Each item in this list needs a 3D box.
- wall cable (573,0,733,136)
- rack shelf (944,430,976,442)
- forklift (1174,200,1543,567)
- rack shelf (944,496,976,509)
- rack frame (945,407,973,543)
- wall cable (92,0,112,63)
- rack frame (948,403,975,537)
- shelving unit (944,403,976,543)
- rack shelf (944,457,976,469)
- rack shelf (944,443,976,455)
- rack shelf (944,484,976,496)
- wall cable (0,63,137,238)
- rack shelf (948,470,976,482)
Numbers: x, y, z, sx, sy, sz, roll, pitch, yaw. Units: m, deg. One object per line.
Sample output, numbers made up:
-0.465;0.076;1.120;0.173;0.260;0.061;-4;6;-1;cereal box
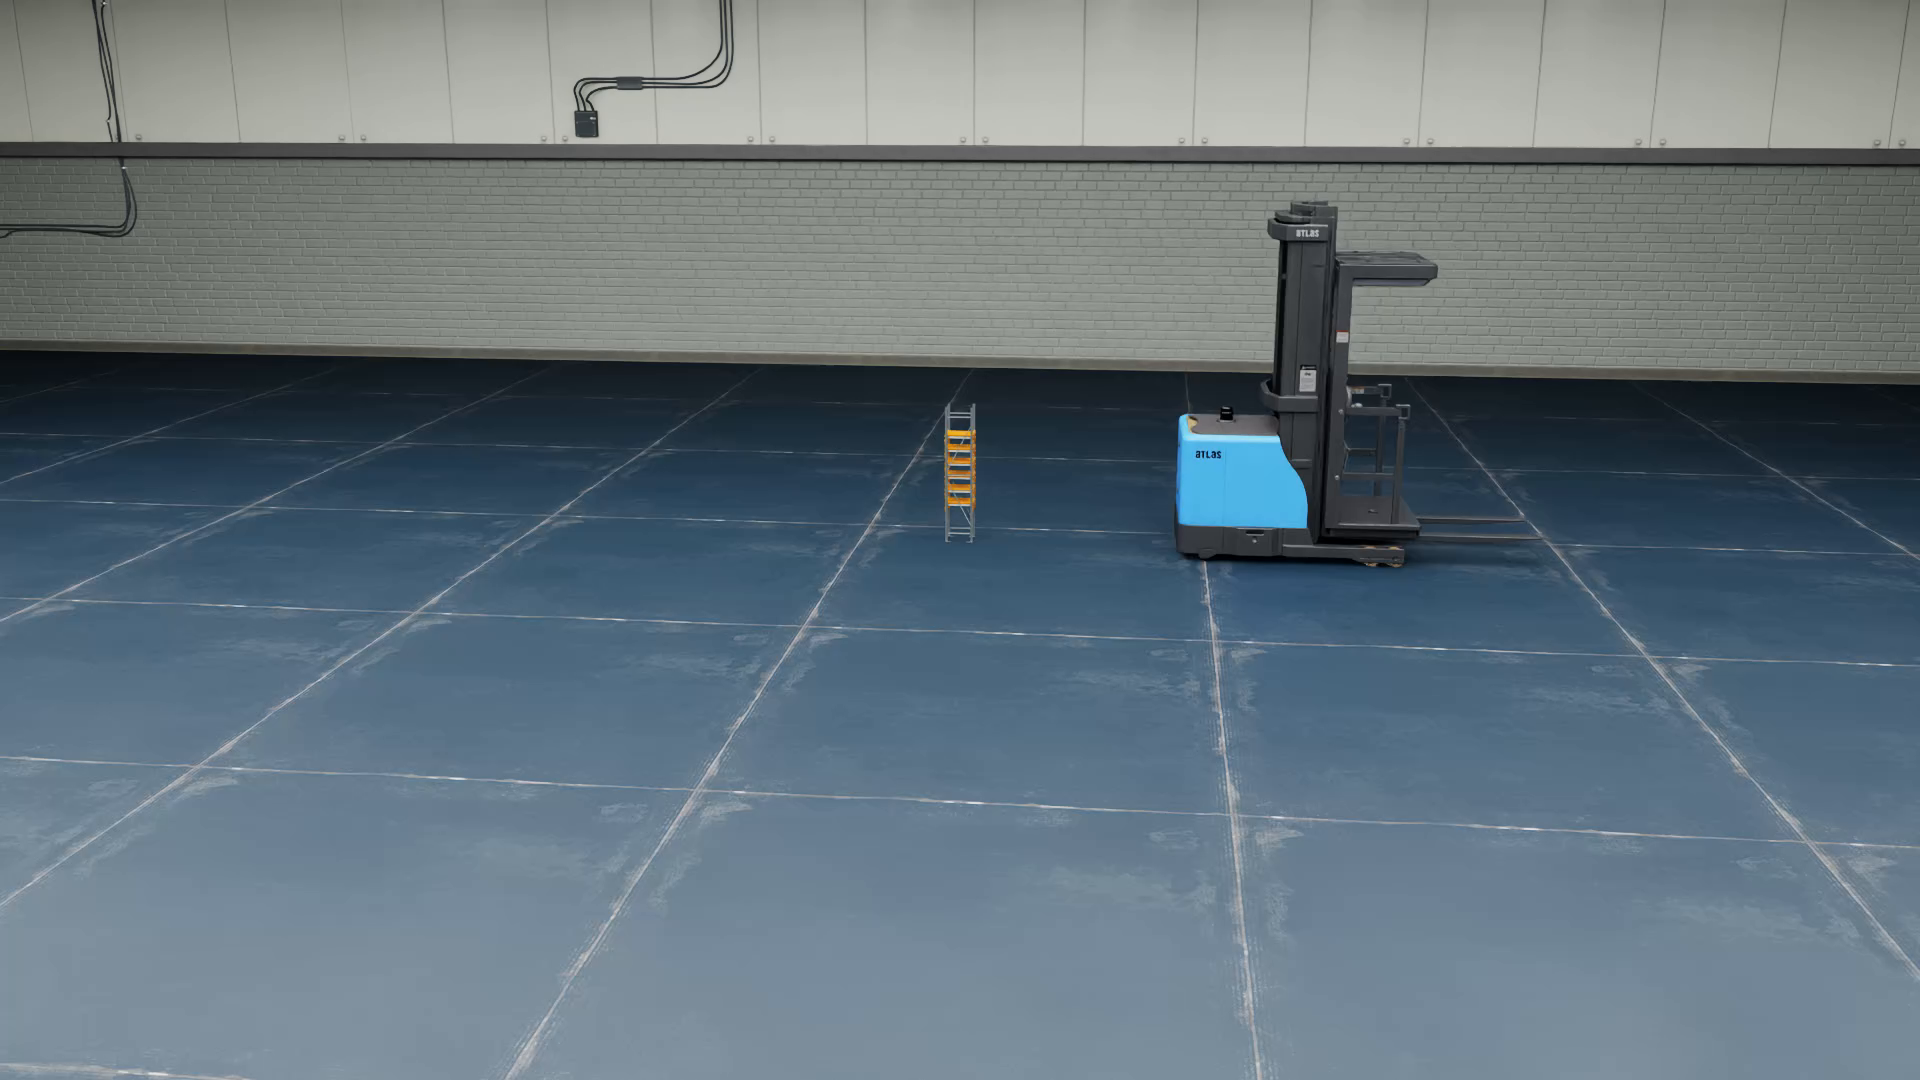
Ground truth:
-4.281;-8.574;22.614;2.305;6.003;0.169;2;15;6;wall cable
0.002;-0.888;14.437;0.258;0.103;0.180;2;15;6;rack shelf
3.383;-1.335;13.985;3.031;2.935;1.130;1;15;5;forklift
0.002;-0.308;14.594;0.258;0.103;0.180;2;15;6;rack shelf
-0.009;-0.559;14.432;0.240;1.200;0.006;2;15;6;rack frame
-11.024;-8.075;23.559;3.097;2.526;0.112;2;15;6;wall cable
0.012;-0.607;14.607;0.240;1.200;0.006;2;15;6;rack frame
0.002;-0.583;14.519;0.258;1.200;0.189;2;15;6;shelving unit
0.002;-0.656;14.500;0.258;0.103;0.180;2;15;6;rack shelf
0.002;-0.772;14.468;0.258;0.103;0.180;2;15;6;rack shelf
0.002;-0.424;14.562;0.258;0.103;0.180;2;15;6;rack shelf
-13.712;-5.717;24.512;3.097;2.526;0.112;2;15;6;wall cable
0.002;-0.540;14.531;0.258;0.103;0.180;2;15;6;rack shelf
